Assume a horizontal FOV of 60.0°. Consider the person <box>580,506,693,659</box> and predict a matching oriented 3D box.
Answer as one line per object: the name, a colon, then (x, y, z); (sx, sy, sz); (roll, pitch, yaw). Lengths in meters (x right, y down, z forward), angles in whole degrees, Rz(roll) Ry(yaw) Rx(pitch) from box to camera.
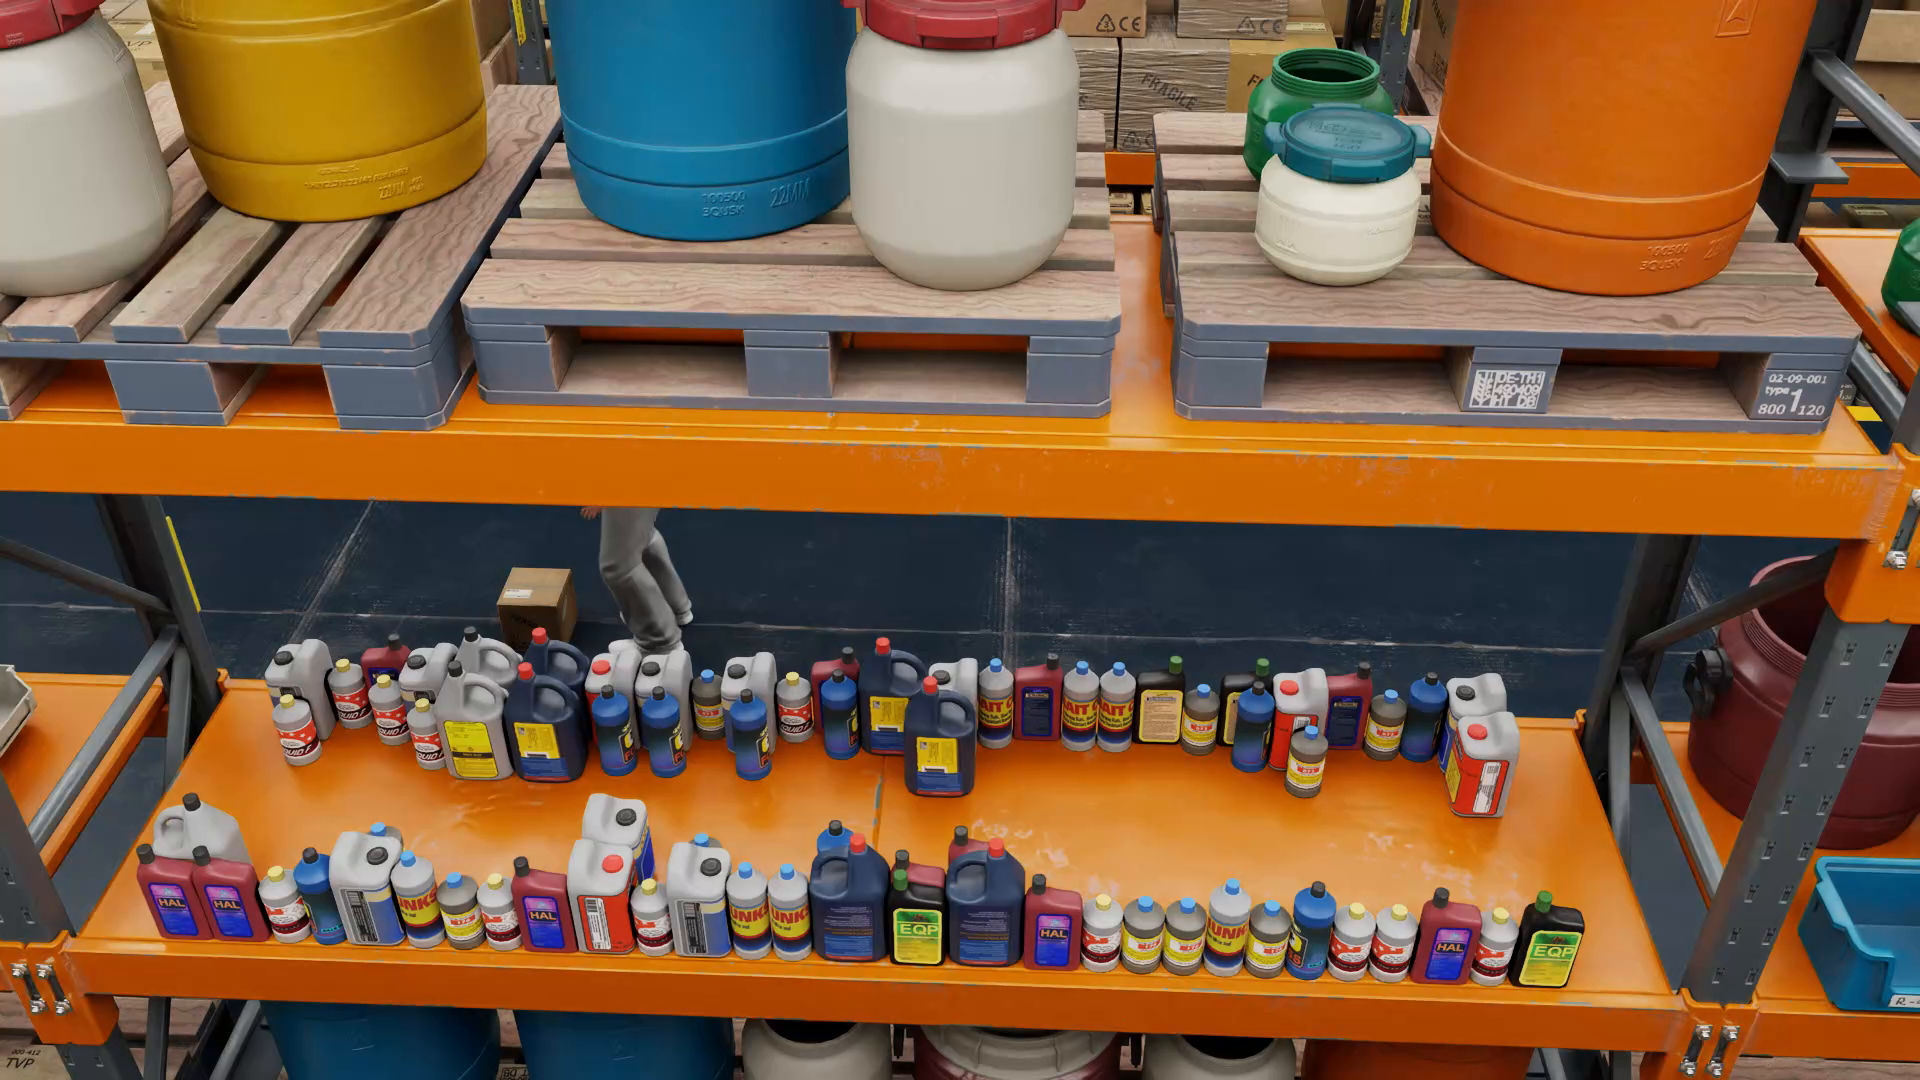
person: (-1.300, -0.246, 6.517); (0.343, 1.652, 0.453); (2, 36, 3)
